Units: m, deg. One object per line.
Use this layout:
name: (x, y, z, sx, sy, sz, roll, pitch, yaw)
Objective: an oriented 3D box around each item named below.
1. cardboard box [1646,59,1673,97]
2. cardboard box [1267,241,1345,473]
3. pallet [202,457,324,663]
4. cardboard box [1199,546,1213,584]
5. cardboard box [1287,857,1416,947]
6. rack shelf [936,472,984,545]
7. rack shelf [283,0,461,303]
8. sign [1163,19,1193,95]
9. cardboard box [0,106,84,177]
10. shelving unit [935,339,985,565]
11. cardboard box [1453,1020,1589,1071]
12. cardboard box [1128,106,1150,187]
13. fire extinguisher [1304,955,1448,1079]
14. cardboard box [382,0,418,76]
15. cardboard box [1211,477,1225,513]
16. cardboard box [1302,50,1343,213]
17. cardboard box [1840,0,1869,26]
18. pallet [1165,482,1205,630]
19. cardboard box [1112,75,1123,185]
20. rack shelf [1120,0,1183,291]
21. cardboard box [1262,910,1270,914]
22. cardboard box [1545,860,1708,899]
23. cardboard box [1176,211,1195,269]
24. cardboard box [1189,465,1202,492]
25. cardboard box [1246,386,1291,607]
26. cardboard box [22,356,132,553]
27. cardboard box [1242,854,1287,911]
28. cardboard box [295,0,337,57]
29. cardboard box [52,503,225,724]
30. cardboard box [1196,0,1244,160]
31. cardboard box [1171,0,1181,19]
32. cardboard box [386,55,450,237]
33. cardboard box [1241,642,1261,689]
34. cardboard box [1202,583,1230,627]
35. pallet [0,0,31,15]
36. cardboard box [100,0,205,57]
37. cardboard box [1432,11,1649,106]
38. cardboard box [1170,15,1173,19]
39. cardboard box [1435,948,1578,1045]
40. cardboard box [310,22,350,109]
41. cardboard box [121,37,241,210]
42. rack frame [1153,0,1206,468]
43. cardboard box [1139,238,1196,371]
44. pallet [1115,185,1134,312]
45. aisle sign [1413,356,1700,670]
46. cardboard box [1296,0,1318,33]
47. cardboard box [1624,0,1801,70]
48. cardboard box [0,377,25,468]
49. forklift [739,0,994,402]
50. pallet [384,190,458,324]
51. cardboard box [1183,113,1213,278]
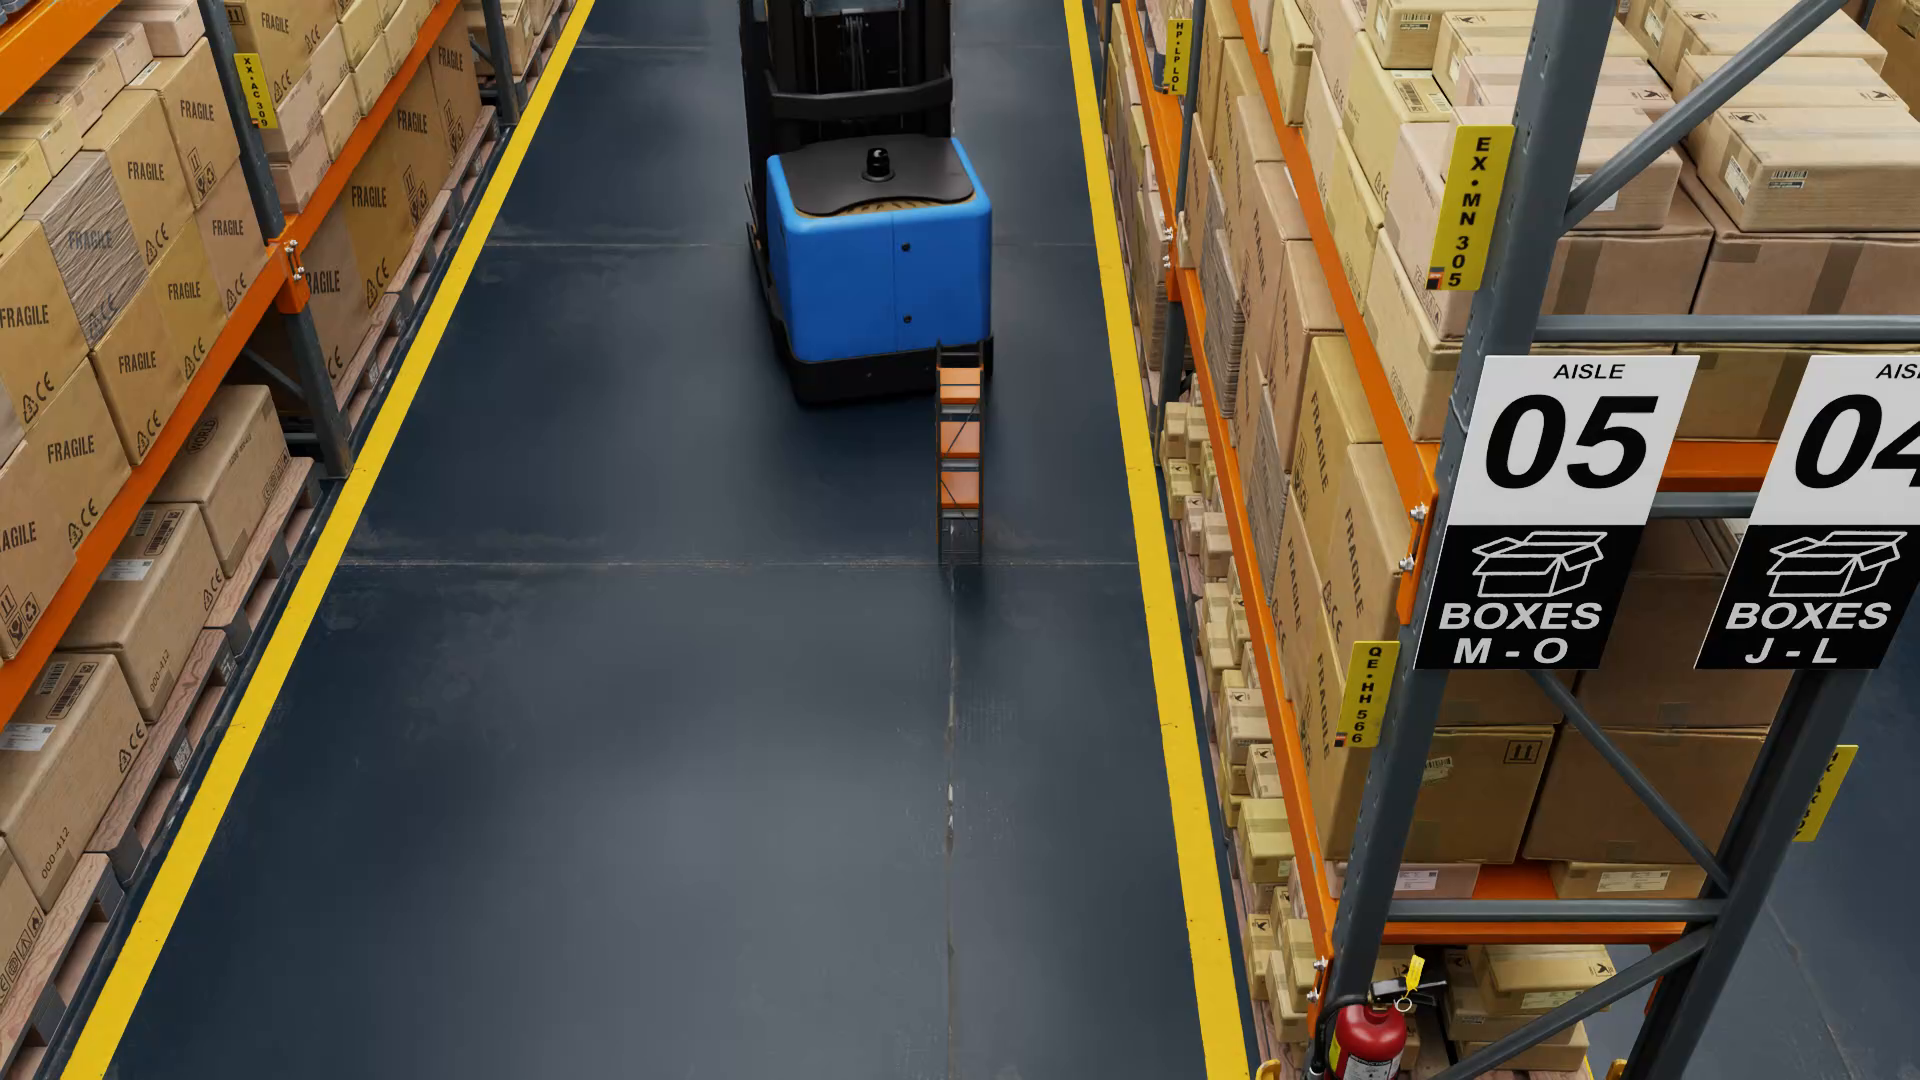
cardboard box: (1.725, -0.971, 3.885, 0.500, 0.250, 0.500, 0, 39, -1)
cardboard box: (1.208, -0.536, 4.903, 0.500, 0.500, 0.500, 2, 39, 2)
pallet: (-3.565, 0.066, 7.499, 1.003, 0.211, 1.213, 0, 39, 0)
cardboard box: (1.244, 0.093, 7.180, 0.380, 0.149, 0.250, -1, 39, -1)
cardboard box: (1.270, 1.165, 5.365, 0.380, 0.149, 0.250, 1, 39, 1)
rack shelf: (0.000, -0.151, 7.560, 0.215, 0.259, 0.240, 0, 39, 0)
rack shelf: (-3.490, -2.468, 9.006, 1.077, 0.370, 4.000, 0, 39, 0)
sign: (0.907, -2.013, 6.938, 0.100, 0.325, 0.005, 0, 39, 0)
cardboard box: (-3.232, -1.352, 5.640, 0.380, 0.149, 0.250, 0, 39, 0)
shelving unit: (0.000, -0.376, 7.380, 0.215, 1.050, 0.252, 0, 39, 0)
cardboard box: (1.787, 1.558, 5.351, 0.380, 0.149, 0.250, 1, 39, 1)
cardboard box: (1.207, -2.163, 9.114, 0.500, 0.250, 0.500, -2, 39, -2)
fire extinguisher: (1.006, 1.271, 4.126, 0.296, 0.674, 0.183, 0, 39, 0)
cardboard box: (-3.202, -2.671, 8.804, 0.500, 0.250, 0.500, -1, 39, -1)
cardboard box: (1.269, -0.139, 6.993, 0.380, 0.149, 0.250, -1, 39, -1)
cardboard box: (1.207, -1.088, 4.431, 0.500, 0.250, 0.500, 2, 39, 2)
cardboard box: (6.397, -3.621, 11.517, 0.700, 0.500, 0.500, -2, 39, -2)
pallet: (1.499, -0.056, 7.651, 1.003, 0.211, 1.213, 0, 39, 0)
cardboard box: (1.208, -2.497, 10.131, 0.500, 0.500, 0.500, 0, 39, 0)
rack shelf: (1.460, -2.534, 9.089, 1.077, 0.370, 4.000, 0, 39, 0)
cardboard box: (1.242, 1.231, 5.760, 0.380, 0.149, 0.250, 0, 39, 0)
cardboard box: (1.794, 0.832, 4.514, 0.380, 0.149, 0.250, 0, 39, 0)
cardboard box: (1.136, -1.289, 7.161, 0.380, 0.149, 0.250, 1, 39, 2)
cardboard box: (1.233, -0.347, 7.490, 0.380, 0.149, 0.250, 0, 39, 0)
cardboard box: (1.204, -0.138, 5.206, 0.500, 0.500, 0.500, 0, 39, 0)
cardboard box: (-3.225, -0.283, 5.625, 0.500, 0.500, 0.500, 1, 39, 1)
cardboard box: (1.179, 1.115, 5.666, 0.380, 0.149, 0.250, -2, 39, -2)
cardboard box: (-3.229, -2.520, 7.617, 0.500, 0.500, 0.500, 0, 39, 0)
cardboard box: (-3.592, 0.291, 6.701, 0.875, 0.438, 0.875, -1, 39, -1)
cardboard box: (1.219, -1.827, 6.514, 0.500, 0.500, 0.500, 1, 39, 1)
cardboard box: (1.262, -2.649, 8.284, 0.380, 0.149, 0.250, -2, 39, -2)
cardboard box: (-3.578, -2.344, 9.639, 0.875, 0.875, 0.875, 0, 39, 1)
cardboard box: (1.261, 0.509, 6.185, 0.380, 0.149, 0.250, -1, 39, -2)
cardboard box: (1.180, 0.304, 6.678, 0.380, 0.149, 0.250, 0, 39, 0)
pallet: (-3.497, -2.122, 5.671, 1.003, 0.211, 1.213, 0, 39, 0)
cardboard box: (-3.169, -1.988, 6.433, 0.380, 0.149, 0.250, -1, 39, -1)
cardboard box: (1.269, -1.048, 3.662, 0.380, 0.149, 0.250, -1, 39, -1)
cardboard box: (1.259, -2.527, 8.370, 0.380, 0.149, 0.250, -2, 39, -2)
cardboard box: (1.723, 1.442, 5.258, 0.380, 0.149, 0.250, 1, 39, 2)
cardboard box: (-3.235, -2.236, 7.861, 0.500, 0.250, 0.500, 1, 39, 1)
cardboard box: (-3.211, -1.632, 6.508, 0.500, 0.500, 0.500, 0, 39, 0)
rack frame: (1.462, -1.564, 7.303, 1.000, 3.000, 0.127, 0, 39, 0)
cardboard box: (1.210, -1.215, 8.531, 0.500, 0.500, 0.500, -1, 39, -1)
pallet: (1.456, -1.728, 9.737, 1.003, 0.211, 1.213, 0, 39, 0)
aisle sign: (1.167, -0.031, 3.312, 0.394, 0.787, 0.004, 0, 39, 0)
cardboard box: (1.223, -1.614, 4.686, 0.500, 0.250, 0.500, -2, 39, -2)
cardboard box: (1.785, -1.209, 3.863, 0.380, 0.149, 0.250, 0, 39, 1)
cardboard box: (-3.215, -0.371, 4.934, 0.500, 0.500, 0.500, 0, 39, 0)
forklift: (-0.644, -2.775, 8.869, 1.130, 2.935, 3.031, -8, 39, -10)
pallet: (-3.568, -1.657, 9.649, 1.003, 0.211, 1.213, 0, 39, 0)
cardboard box: (1.211, -1.410, 6.792, 0.500, 0.500, 0.500, -1, 39, -1)
